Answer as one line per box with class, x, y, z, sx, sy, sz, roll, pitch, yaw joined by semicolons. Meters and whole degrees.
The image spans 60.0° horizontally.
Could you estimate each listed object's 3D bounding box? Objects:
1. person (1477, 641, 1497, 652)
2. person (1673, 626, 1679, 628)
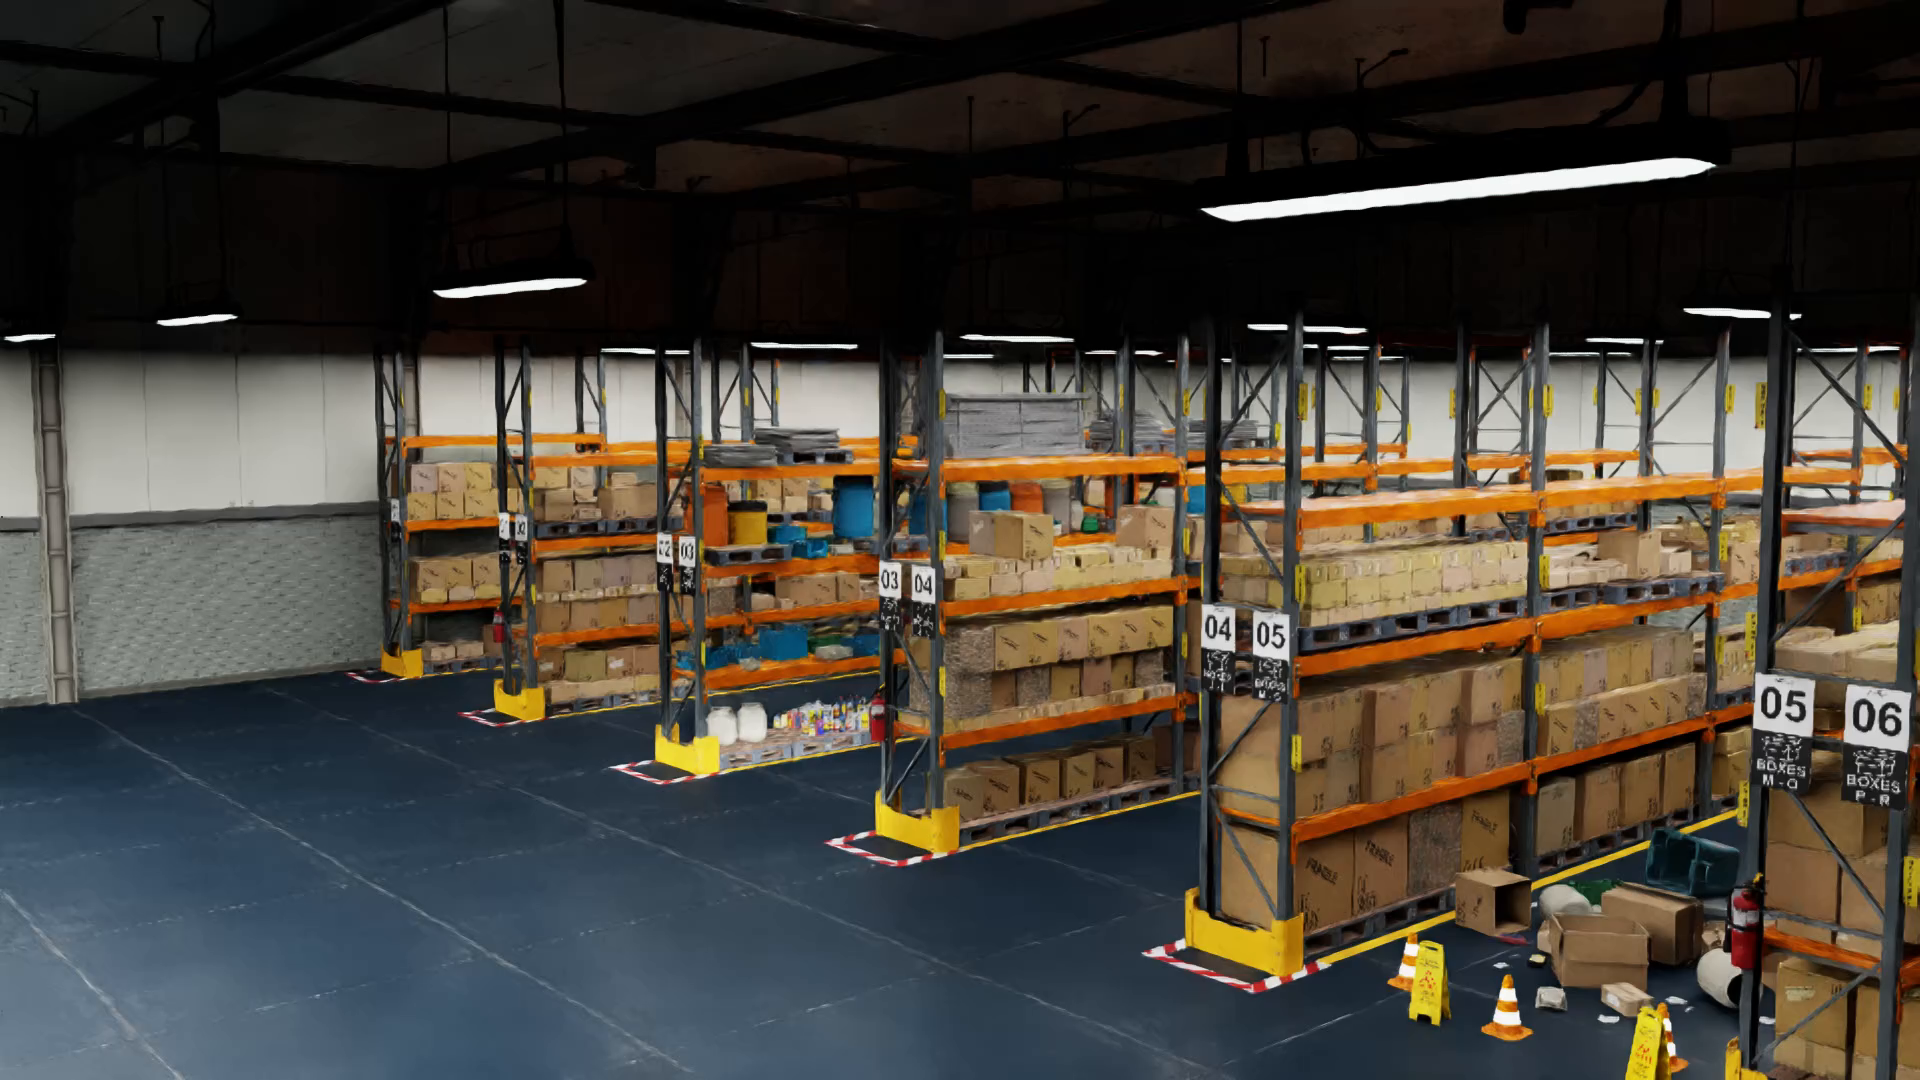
person;7.543;2.143;23.722;1.122;1.706;0.566;-4;7;-38
person;10.765;2.090;25.007;0.507;1.619;0.598;-5;7;-42
